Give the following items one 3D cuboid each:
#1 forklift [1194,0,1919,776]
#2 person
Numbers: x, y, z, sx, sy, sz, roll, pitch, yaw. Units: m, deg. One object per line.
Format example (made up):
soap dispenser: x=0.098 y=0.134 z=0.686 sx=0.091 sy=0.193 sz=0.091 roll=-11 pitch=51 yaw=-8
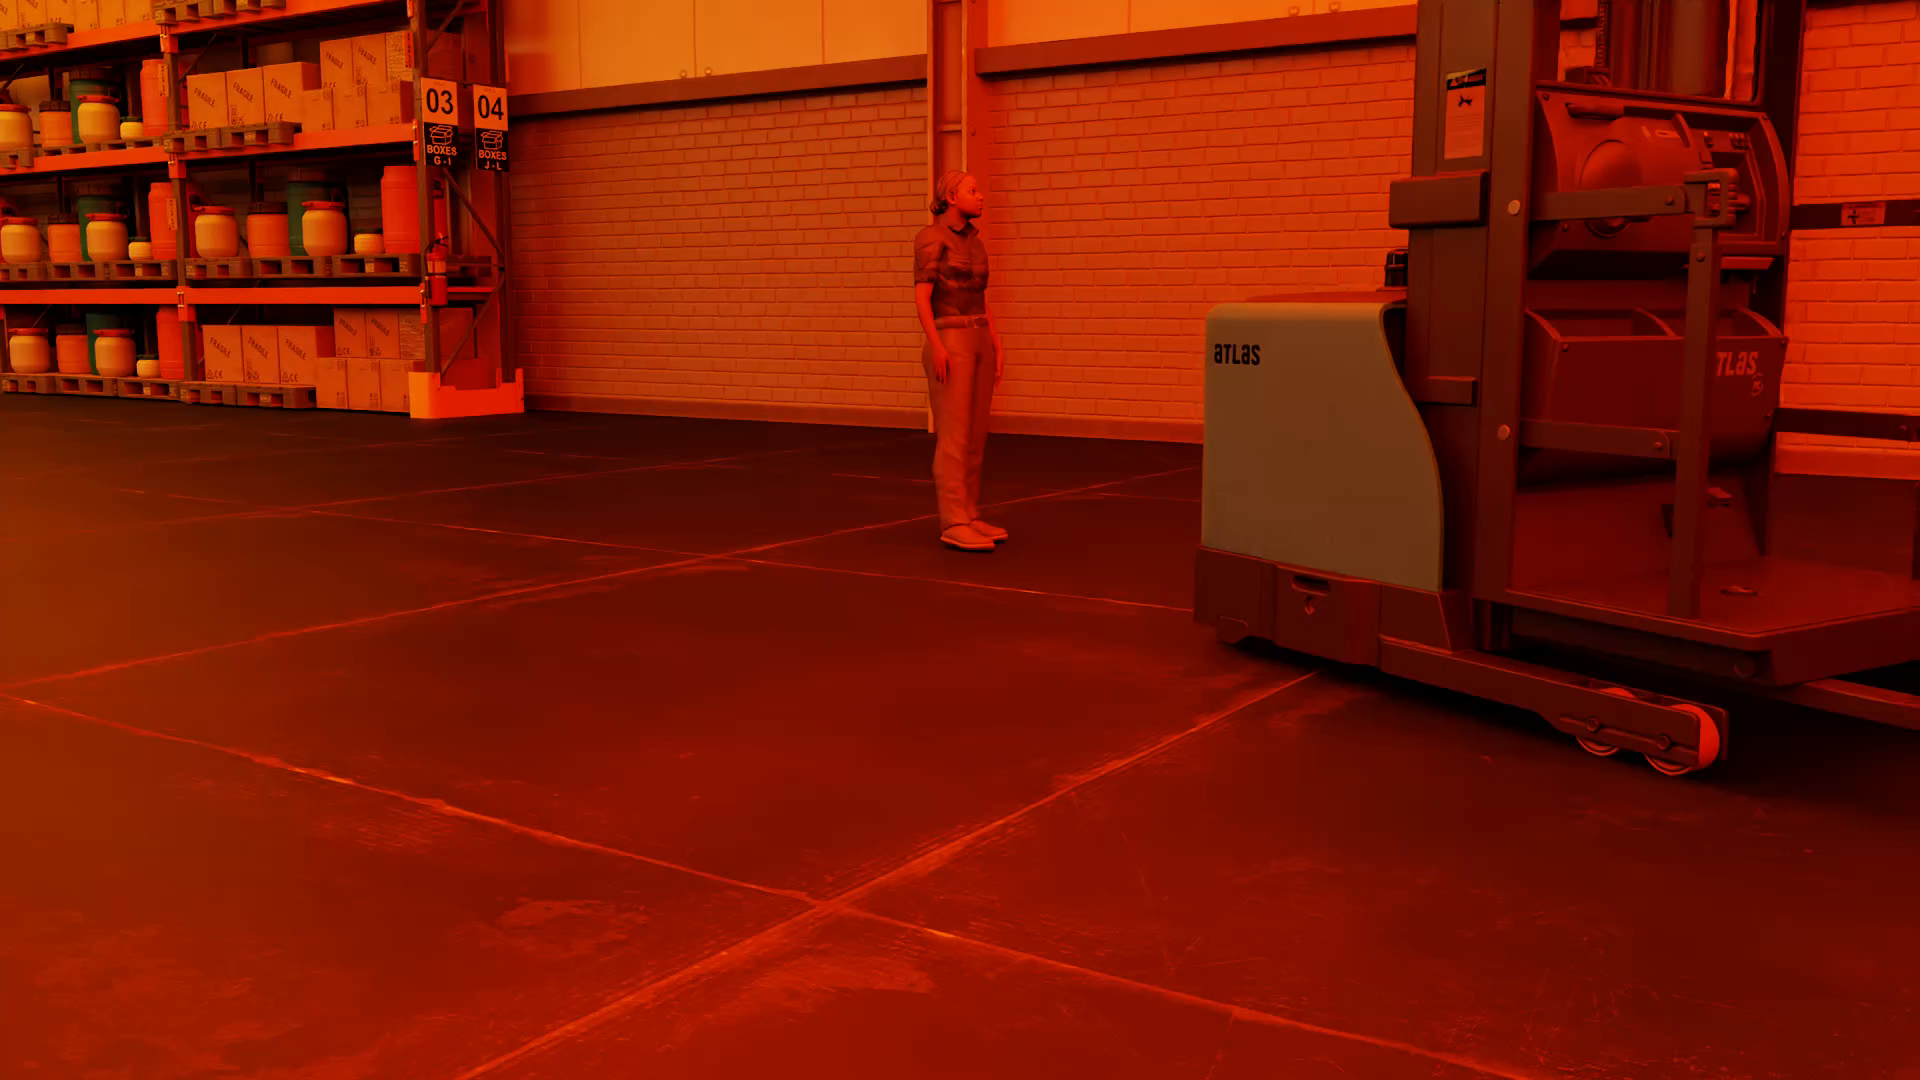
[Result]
forklift: x=1.937 y=-0.985 z=4.119 sx=1.130 sy=2.935 sz=3.031 roll=-5 pitch=9 yaw=-31
person: x=0.062 y=-0.817 z=7.422 sx=0.503 sy=1.656 sz=0.570 roll=5 pitch=10 yaw=34
